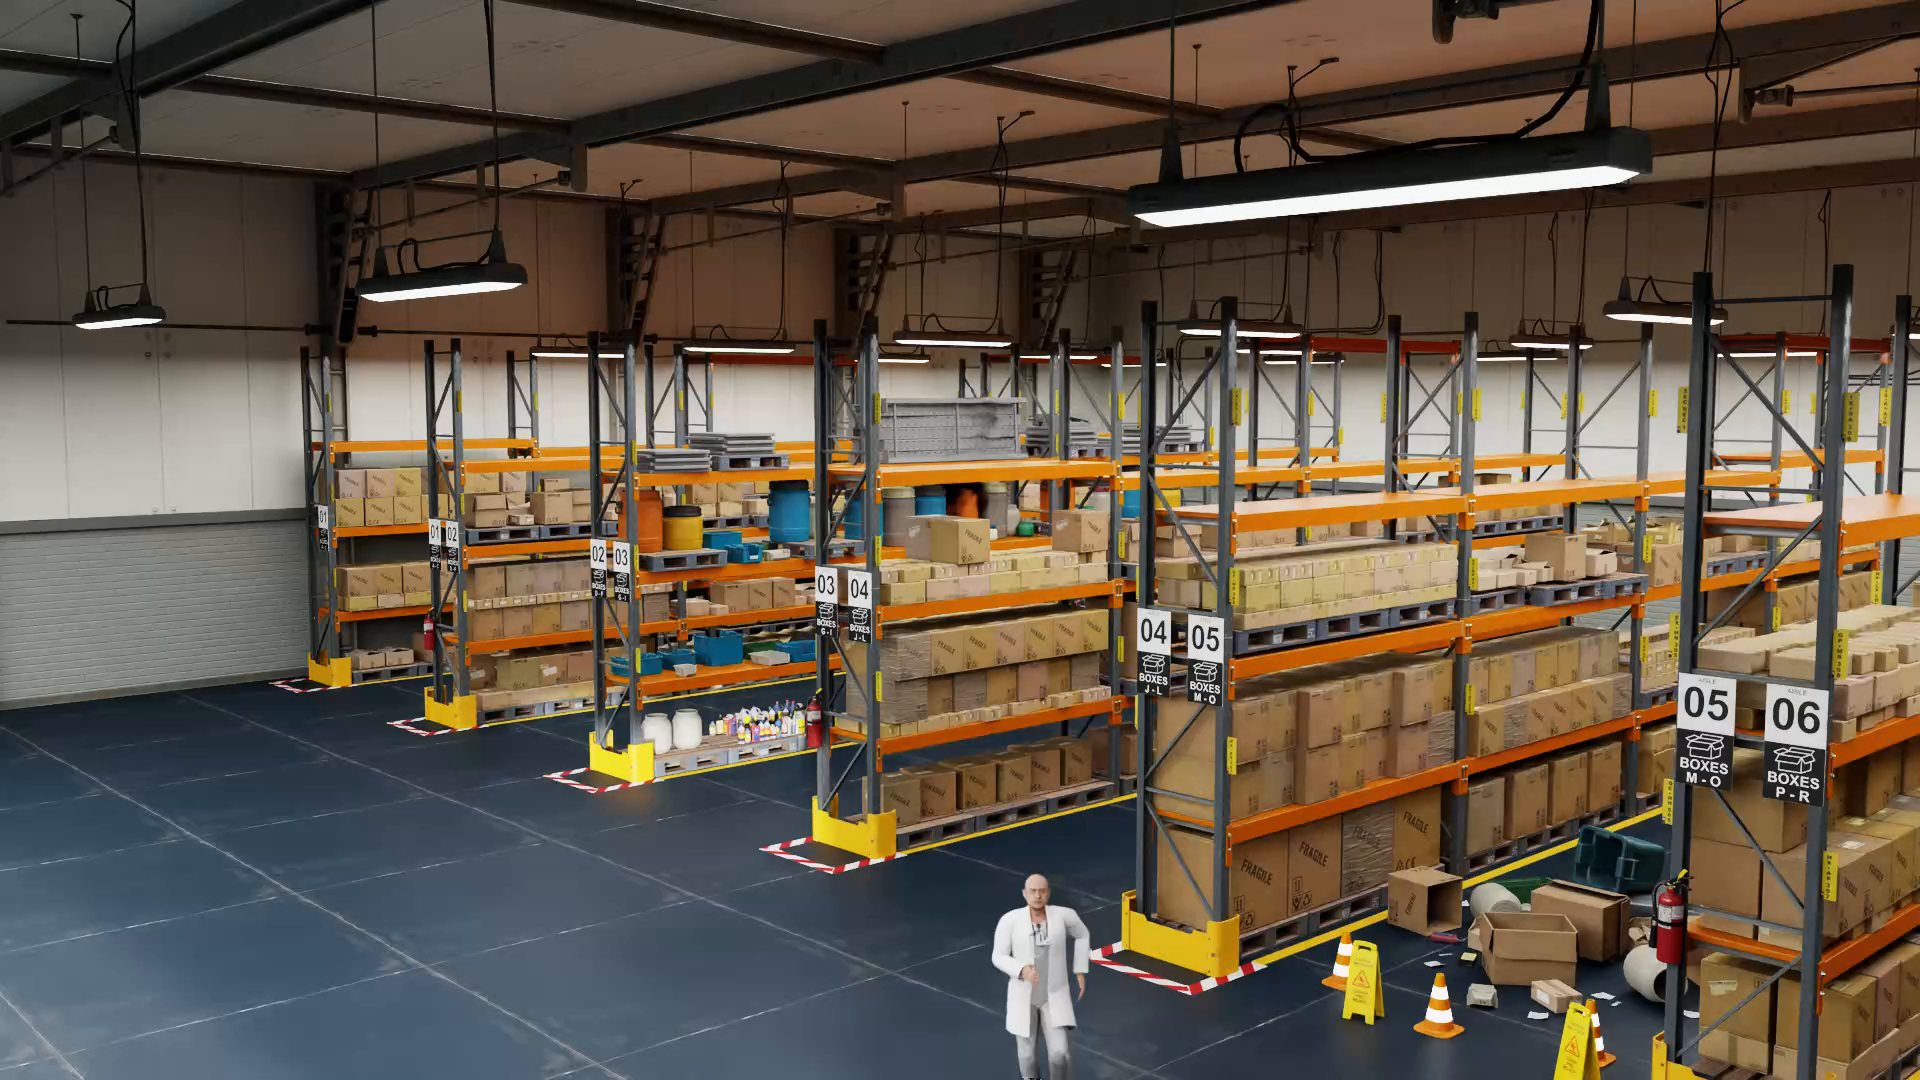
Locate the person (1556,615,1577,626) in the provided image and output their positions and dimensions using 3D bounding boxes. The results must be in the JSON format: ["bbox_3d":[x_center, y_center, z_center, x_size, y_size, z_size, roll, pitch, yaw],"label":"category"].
[{"bbox_3d":[11.184,1.647,30.949,0.560,1.606,0.853,-3,6,-29],"label":"person"}]

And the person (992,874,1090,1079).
[{"bbox_3d":[0.578,3.250,11.796,0.703,1.751,0.723,0,5,1],"label":"person"}]
